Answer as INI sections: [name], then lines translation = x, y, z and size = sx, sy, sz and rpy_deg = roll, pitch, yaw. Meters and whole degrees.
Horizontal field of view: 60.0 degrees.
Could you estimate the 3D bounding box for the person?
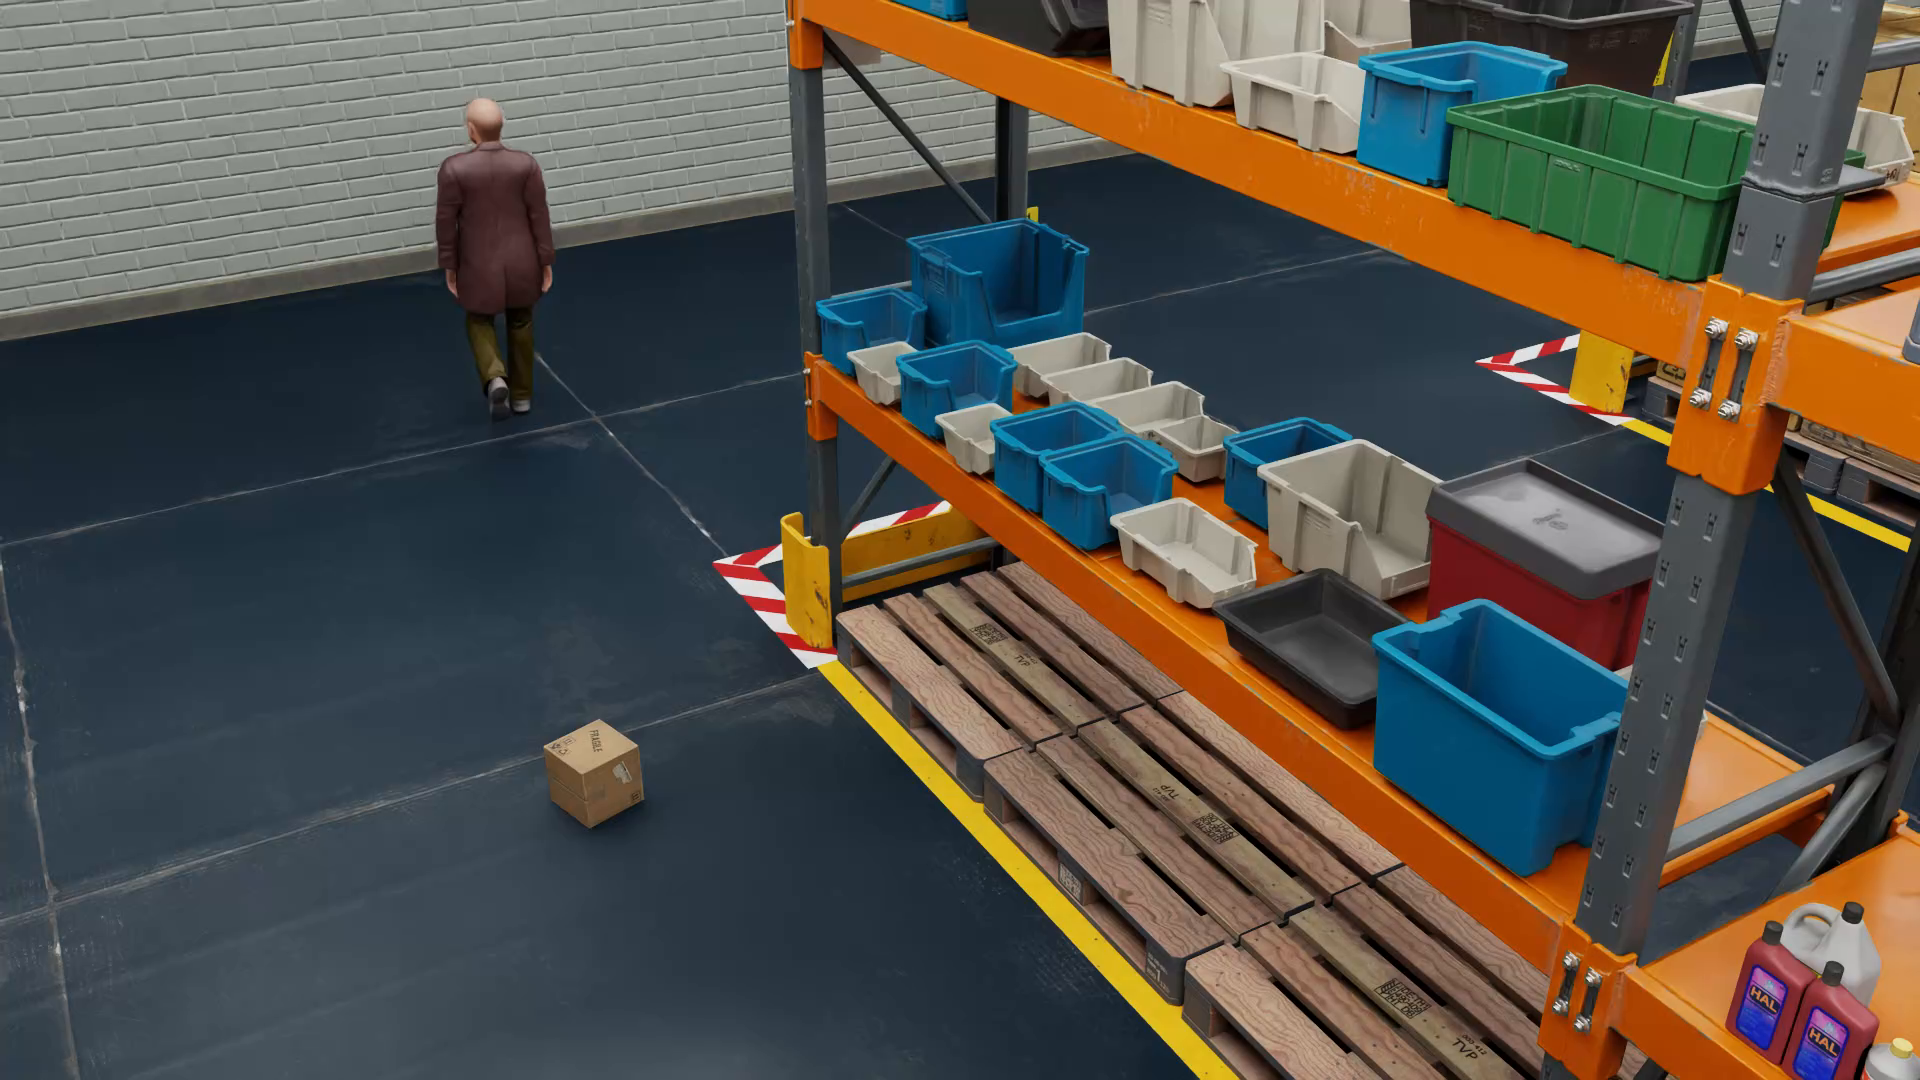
[person]
translation = -2.473, -1.476, 8.911
size = 0.615, 1.759, 0.776
rpy_deg = -10, 30, -18
